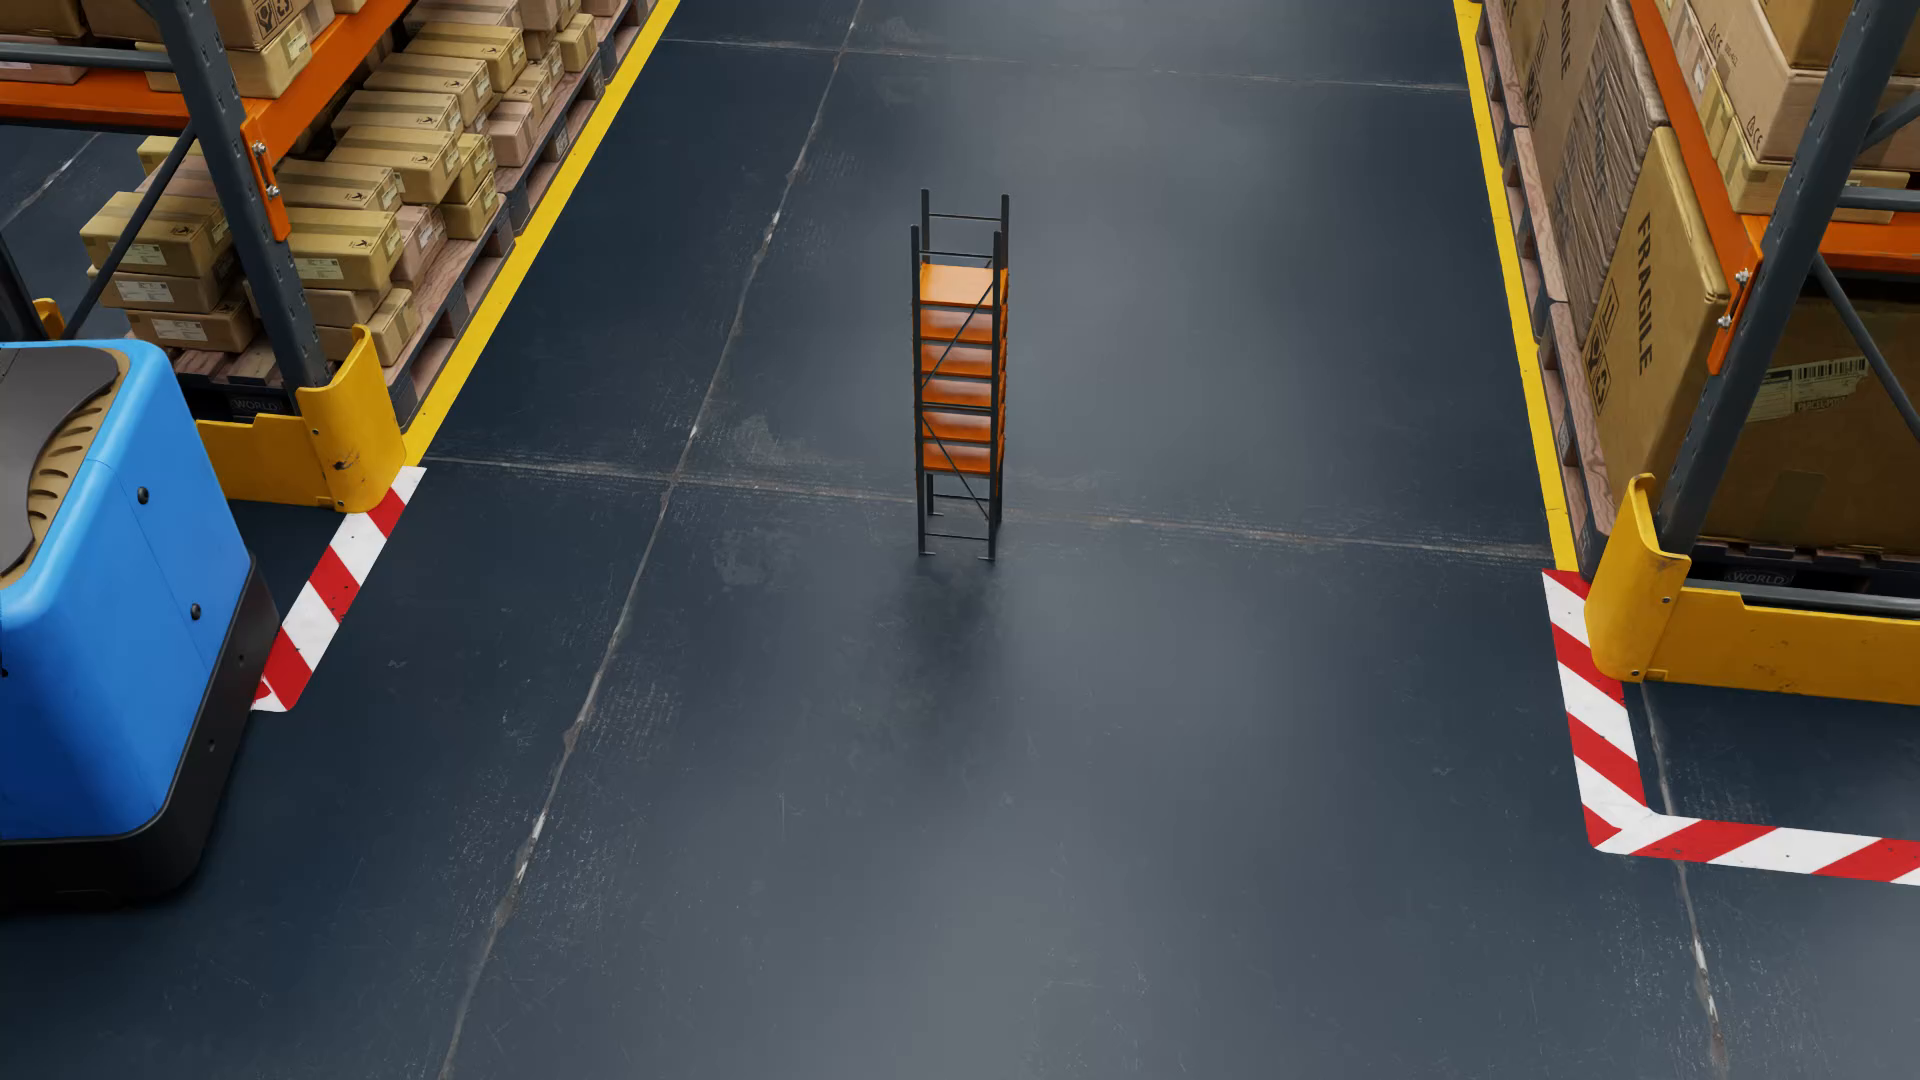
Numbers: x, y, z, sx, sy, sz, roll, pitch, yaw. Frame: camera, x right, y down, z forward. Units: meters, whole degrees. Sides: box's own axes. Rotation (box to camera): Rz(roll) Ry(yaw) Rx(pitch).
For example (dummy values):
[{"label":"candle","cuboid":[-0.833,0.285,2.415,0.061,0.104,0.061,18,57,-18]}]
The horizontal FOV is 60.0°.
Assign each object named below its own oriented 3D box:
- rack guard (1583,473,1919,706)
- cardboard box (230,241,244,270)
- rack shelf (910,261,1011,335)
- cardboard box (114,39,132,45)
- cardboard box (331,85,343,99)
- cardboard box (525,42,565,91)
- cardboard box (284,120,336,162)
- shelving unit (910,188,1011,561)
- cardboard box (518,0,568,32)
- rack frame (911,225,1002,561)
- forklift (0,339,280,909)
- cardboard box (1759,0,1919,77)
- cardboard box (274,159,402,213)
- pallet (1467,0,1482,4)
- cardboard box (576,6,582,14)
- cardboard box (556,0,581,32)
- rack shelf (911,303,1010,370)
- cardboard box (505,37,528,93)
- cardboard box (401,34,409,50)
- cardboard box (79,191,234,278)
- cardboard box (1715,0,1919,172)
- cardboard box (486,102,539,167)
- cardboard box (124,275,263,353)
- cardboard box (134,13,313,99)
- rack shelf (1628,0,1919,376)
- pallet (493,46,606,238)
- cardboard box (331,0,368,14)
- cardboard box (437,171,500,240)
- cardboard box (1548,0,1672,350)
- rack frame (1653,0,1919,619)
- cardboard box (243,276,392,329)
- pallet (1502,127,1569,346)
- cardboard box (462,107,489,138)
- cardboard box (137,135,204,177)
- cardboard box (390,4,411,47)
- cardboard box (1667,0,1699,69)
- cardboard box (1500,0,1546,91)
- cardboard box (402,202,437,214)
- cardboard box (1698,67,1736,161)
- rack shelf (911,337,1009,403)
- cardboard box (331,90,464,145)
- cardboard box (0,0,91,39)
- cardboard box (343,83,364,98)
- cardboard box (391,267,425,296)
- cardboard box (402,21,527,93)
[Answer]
[{"label":"rack guard","cuboid":[2.451,0.157,4.721,1.175,0.500,0.348,5,44,6]},{"label":"cardboard box","cuboid":[-2.574,-1.071,5.751,0.380,0.149,0.250,4,44,5]},{"label":"rack shelf","cuboid":[0.002,-0.675,4.631,0.258,0.103,0.180,5,44,6]},{"label":"cardboard box","cuboid":[-2.616,-1.610,4.951,0.380,0.149,0.250,5,44,5]},{"label":"cardboard box","cuboid":[-2.555,-1.717,6.217,0.380,0.149,0.250,7,44,7]},{"label":"cardboard box","cuboid":[-1.872,-1.955,6.901,0.380,0.149,0.250,6,44,6]},{"label":"cardboard box","cuboid":[-2.458,-1.426,6.126,0.380,0.149,0.250,5,44,5]},{"label":"shelving unit","cuboid":[0.002,-0.446,4.848,0.258,1.200,0.189,5,44,6]},{"label":"cardboard box","cuboid":[-1.809,-2.185,6.711,0.380,0.149,0.250,4,44,4]},{"label":"rack frame","cuboid":[-0.010,-0.383,4.782,0.240,1.200,0.006,5,44,6]},{"label":"forklift","cuboid":[-3.490,-0.420,3.562,3.031,2.935,1.130,-2,43,-2]},{"label":"cardboard box","cuboid":[2.258,-1.449,3.946,0.500,0.500,0.500,6,44,6]},{"label":"cardboard box","cuboid":[-2.126,-1.145,5.613,0.380,0.149,0.250,6,44,6]},{"label":"pallet","cuboid":[3.010,-3.014,8.279,1.003,0.211,1.213,5,44,6]},{"label":"cardboard box","cuboid":[-1.878,-2.308,7.274,0.380,0.149,0.250,4,44,4]},{"label":"cardboard box","cuboid":[-1.833,-2.288,7.036,0.380,0.149,0.250,6,44,7]},{"label":"rack shelf","cuboid":[0.002,-0.588,4.713,0.258,0.103,0.180,5,44,6]},{"label":"cardboard box","cuboid":[-1.966,-1.929,6.657,0.380,0.149,0.250,7,44,7]},{"label":"cardboard box","cuboid":[-2.421,-2.135,6.875,0.380,0.149,0.250,5,44,5]},{"label":"cardboard box","cuboid":[-2.630,-1.004,5.464,0.380,0.149,0.250,6,44,6]},{"label":"cardboard box","cuboid":[2.255,-1.175,4.202,0.500,0.250,0.500,5,44,5]},{"label":"cardboard box","cuboid":[-1.882,-1.597,6.523,0.380,0.149,0.250,3,44,3]},{"label":"cardboard box","cuboid":[-2.586,-0.782,5.662,0.380,0.149,0.250,6,44,6]},{"label":"cardboard box","cuboid":[-2.082,-1.387,4.716,0.380,0.149,0.250,5,44,5]},{"label":"rack shelf","cuboid":[2.718,-1.869,5.566,1.077,0.370,4.000,5,44,6]},{"label":"pallet","cuboid":[-2.133,-1.706,6.898,1.003,0.211,1.213,5,44,6]},{"label":"cardboard box","cuboid":[-2.000,-1.742,5.091,0.380,0.149,0.250,4,44,4]},{"label":"cardboard box","cuboid":[-1.941,-1.252,6.159,0.380,0.149,0.250,6,44,6]},{"label":"cardboard box","cuboid":[2.579,-1.212,5.588,0.875,0.875,0.875,5,44,6]},{"label":"rack frame","cuboid":[2.454,-0.767,3.879,1.000,3.000,0.127,5,44,6]},{"label":"cardboard box","cuboid":[-2.126,-0.846,5.514,0.380,0.149,0.250,7,44,7]},{"label":"pallet","cuboid":[2.646,-1.136,6.296,1.003,0.211,1.213,5,44,6]},{"label":"cardboard box","cuboid":[-2.006,-1.557,6.264,0.380,0.149,0.250,3,44,3]},{"label":"cardboard box","cuboid":[-2.632,-1.358,5.838,0.380,0.149,0.250,4,44,5]},{"label":"cardboard box","cuboid":[-2.403,-2.068,6.587,0.380,0.149,0.250,5,44,6]},{"label":"cardboard box","cuboid":[2.276,-1.468,4.801,0.380,0.149,0.250,6,44,6]},{"label":"cardboard box","cuboid":[2.816,-2.432,6.877,0.875,0.875,0.875,5,44,6]},{"label":"cardboard box","cuboid":[-2.089,-1.202,5.890,0.380,0.149,0.250,6,44,6]},{"label":"cardboard box","cuboid":[2.207,-1.126,4.440,0.380,0.149,0.250,6,44,6]},{"label":"rack shelf","cuboid":[0.002,-0.500,4.796,0.258,0.103,0.180,5,44,6]},{"label":"cardboard box","cuboid":[-2.015,-1.482,5.969,0.380,0.149,0.250,3,44,3]},{"label":"cardboard box","cuboid":[-2.645,-1.761,4.639,0.500,0.500,0.500,6,44,6]},{"label":"cardboard box","cuboid":[-2.487,-1.779,6.499,0.380,0.149,0.250,7,44,8]},{"label":"cardboard box","cuboid":[-2.109,-0.918,5.806,0.380,0.149,0.250,5,44,5]},{"label":"cardboard box","cuboid":[-1.889,-1.845,6.353,0.380,0.149,0.250,6,44,6]}]
